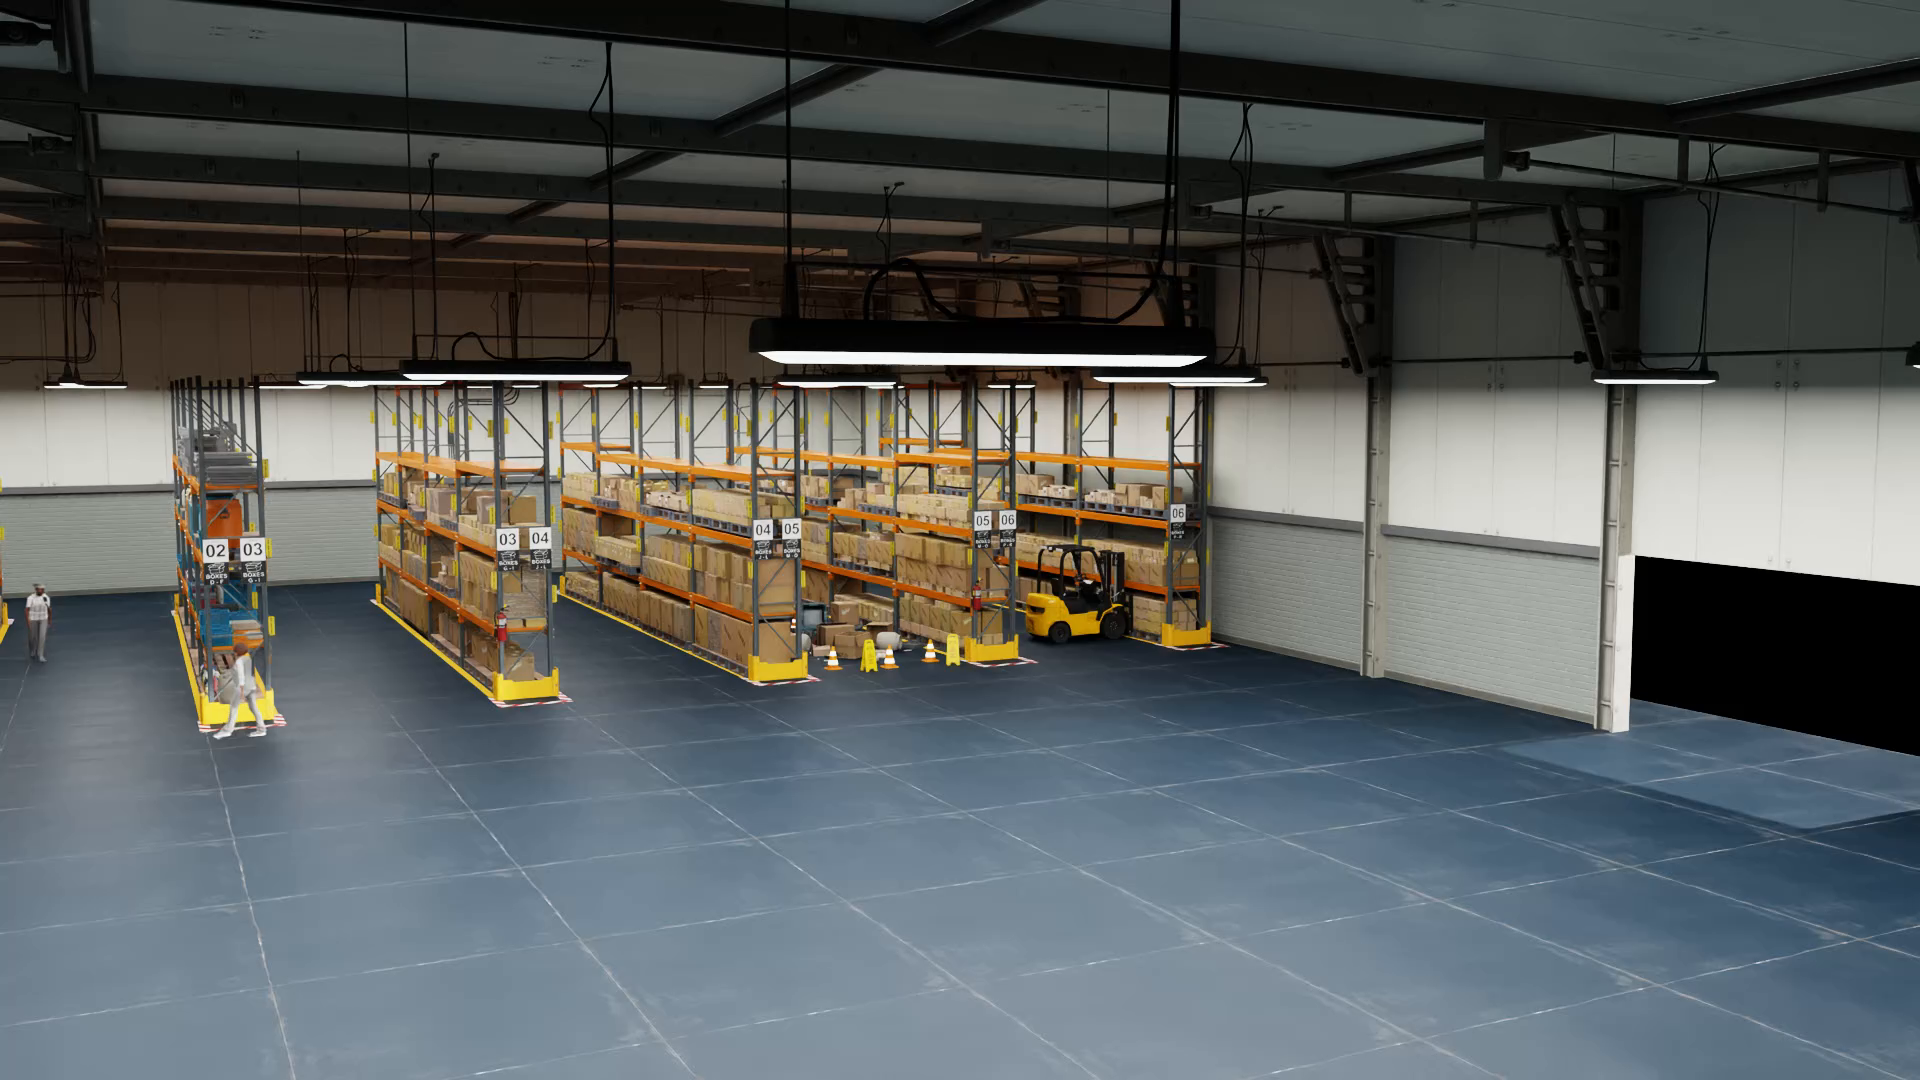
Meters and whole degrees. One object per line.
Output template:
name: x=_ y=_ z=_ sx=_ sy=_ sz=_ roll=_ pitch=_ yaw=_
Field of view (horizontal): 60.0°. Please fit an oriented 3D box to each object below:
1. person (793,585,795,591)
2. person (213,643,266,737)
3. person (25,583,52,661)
person: x=-4.363 y=1.089 z=42.095 sx=0.569 sy=1.770 sz=0.467 roll=-3 pitch=6 yaw=-34
person: x=-11.895 y=2.477 z=27.523 sx=0.818 sy=1.556 sz=0.452 roll=1 pitch=5 yaw=11
person: x=-19.769 y=1.739 z=35.699 sx=0.543 sy=1.658 sz=0.805 roll=-5 pitch=7 yaw=-43
